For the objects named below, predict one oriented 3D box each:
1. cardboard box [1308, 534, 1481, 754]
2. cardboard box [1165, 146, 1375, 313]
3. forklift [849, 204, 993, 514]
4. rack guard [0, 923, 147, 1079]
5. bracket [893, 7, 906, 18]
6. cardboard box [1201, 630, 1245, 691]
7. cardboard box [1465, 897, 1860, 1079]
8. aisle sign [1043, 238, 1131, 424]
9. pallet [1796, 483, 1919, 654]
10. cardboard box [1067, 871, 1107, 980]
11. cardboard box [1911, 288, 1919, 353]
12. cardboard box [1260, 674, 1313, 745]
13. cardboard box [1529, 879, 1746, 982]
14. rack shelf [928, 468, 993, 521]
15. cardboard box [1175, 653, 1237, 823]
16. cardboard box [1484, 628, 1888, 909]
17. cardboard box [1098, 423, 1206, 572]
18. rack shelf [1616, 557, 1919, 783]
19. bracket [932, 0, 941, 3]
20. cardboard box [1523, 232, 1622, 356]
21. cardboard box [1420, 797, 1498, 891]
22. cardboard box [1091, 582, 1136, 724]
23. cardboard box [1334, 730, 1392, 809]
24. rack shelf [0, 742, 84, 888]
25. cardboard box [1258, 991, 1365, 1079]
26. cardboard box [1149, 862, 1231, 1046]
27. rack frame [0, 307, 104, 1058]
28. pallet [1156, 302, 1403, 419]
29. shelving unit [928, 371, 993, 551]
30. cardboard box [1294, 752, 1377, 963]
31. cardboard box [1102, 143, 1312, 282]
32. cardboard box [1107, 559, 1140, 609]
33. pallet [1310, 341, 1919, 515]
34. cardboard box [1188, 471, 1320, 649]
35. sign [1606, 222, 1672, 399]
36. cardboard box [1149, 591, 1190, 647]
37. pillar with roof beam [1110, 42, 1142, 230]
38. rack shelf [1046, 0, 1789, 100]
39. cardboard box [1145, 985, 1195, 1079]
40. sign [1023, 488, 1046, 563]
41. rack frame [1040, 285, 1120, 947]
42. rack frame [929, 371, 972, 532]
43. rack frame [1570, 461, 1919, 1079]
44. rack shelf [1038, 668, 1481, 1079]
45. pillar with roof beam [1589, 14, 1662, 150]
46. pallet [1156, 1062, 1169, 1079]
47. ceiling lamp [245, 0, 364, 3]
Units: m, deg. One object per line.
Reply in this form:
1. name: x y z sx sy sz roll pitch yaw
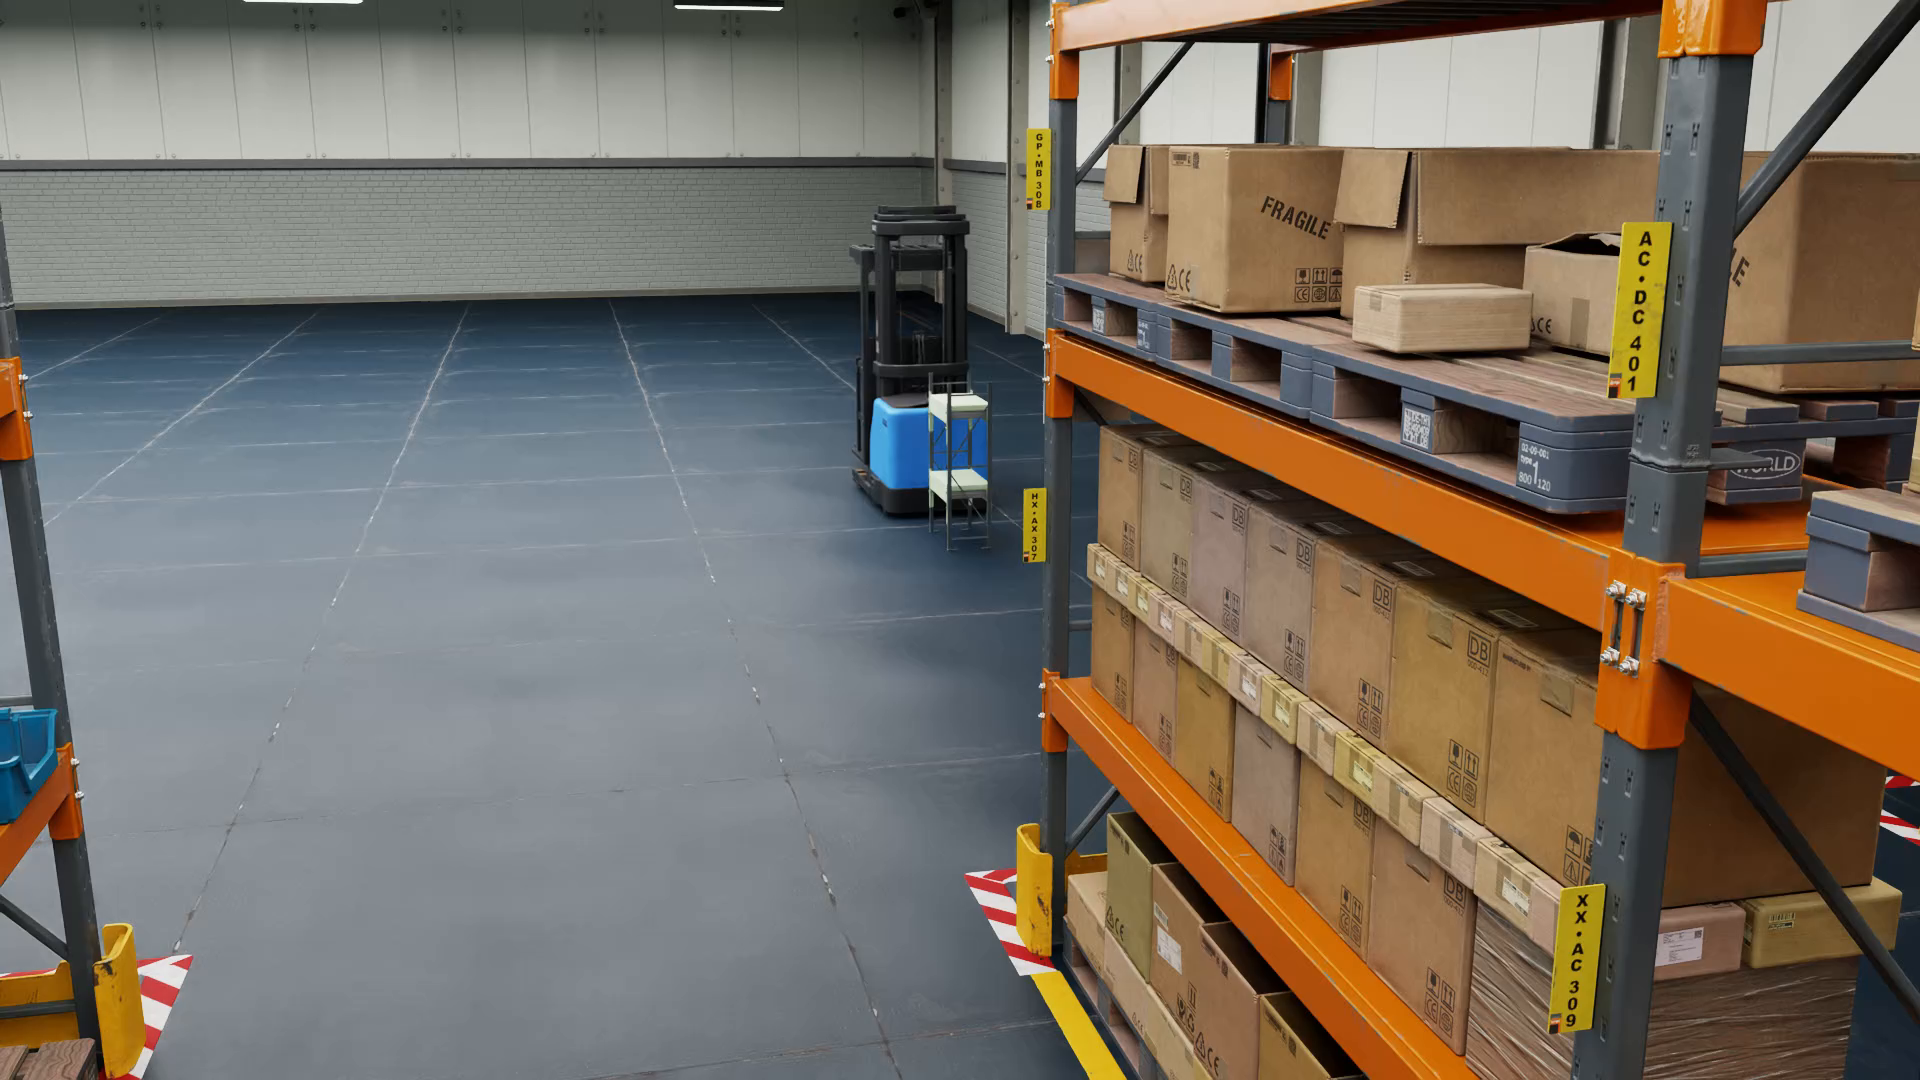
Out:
1. cardboard box: 1.457 0.276 4.855 0.700 0.500 0.500 -3 14 -13
2. cardboard box: 0.989 -1.013 5.366 0.500 0.500 0.500 -3 14 -13
3. forklift: -0.521 -1.981 17.183 1.130 2.935 3.031 -3 14 -13
4. rack guard: -3.887 1.871 6.539 1.175 0.500 0.348 -3 14 -13
5. bracket: -1.361 -12.004 37.838 0.235 0.232 0.430 -3 14 -13
6. cardboard box: 1.052 0.402 5.706 0.380 0.149 0.250 -3 14 -14
7. cardboard box: 1.694 1.138 4.059 0.700 0.500 0.500 -4 14 -15
8. aisle sign: 0.551 -0.895 7.114 0.394 0.787 0.004 -3 14 -13
9. pallet: 2.024 0.128 2.490 0.805 0.209 1.217 -4 14 -15
10. cardboard box: 0.774 1.634 7.150 0.500 0.250 0.500 -3 14 -13
11. cardboard box: 1.911 -0.519 2.585 0.500 0.500 0.500 -3 14 -13
12. cardboard box: 1.170 0.520 5.222 0.380 0.149 0.250 -3 14 -11
13. cardboard box: 1.532 0.875 3.772 0.380 0.149 0.250 -3 14 -13
14. rack shelf: -0.002 -0.413 15.156 0.431 0.370 0.720 -3 14 -13
15. cardboard box: 1.201 0.662 6.010 0.700 0.500 0.500 -3 14 -13
16. cardboard box: 1.694 0.508 3.905 0.700 0.500 0.500 -3 14 -13
17. cardboard box: 0.974 -0.192 6.771 0.700 0.500 0.500 -3 14 -13
18. rack shelf: 2.274 0.643 1.494 1.077 0.370 4.000 -3 14 -13
19. bracket: -0.004 -10.671 32.383 0.076 0.066 4.783 -3 14 -13
20. cardboard box: 1.815 -0.652 4.287 0.500 0.311 0.500 -4 14 -16
21. cardboard box: 1.412 0.757 4.253 0.380 0.149 0.250 -4 14 -15
22. cardboard box: 0.962 0.426 6.975 0.700 0.500 0.500 -3 14 -13
23. cardboard box: 1.295 0.640 4.734 0.380 0.149 0.250 -3 14 -13
24. rack shelf: -3.481 1.452 4.501 1.077 0.370 4.000 -3 14 -13
25. cardboard box: 1.255 1.731 5.175 0.500 0.500 0.500 -3 14 -13
26. cardboard box: 1.024 1.500 6.120 0.500 0.500 0.500 -3 14 -13
27. rack frame: -3.951 0.642 6.304 1.000 3.000 0.127 -3 14 -13
28. pallet: 1.296 -0.601 5.257 1.003 0.211 1.213 -3 14 -13
29. shelving unit: -0.002 -0.730 15.078 0.431 1.500 0.755 -3 14 -13
30. cardboard box: 1.450 0.901 5.030 0.700 0.500 0.500 -3 14 -12
31. cardboard box: 0.996 -1.280 6.452 0.797 0.503 0.637 -2 14 -9
32. cardboard box: 0.812 0.166 6.673 0.380 0.149 0.250 -4 14 -15
33. pallet: 1.579 -0.320 4.107 1.003 0.211 1.213 -3 14 -13
34. cardboard box: 1.222 0.045 5.800 0.700 0.500 0.500 -3 14 -13
35. sign: 1.265 -0.426 3.099 0.100 0.325 0.005 -3 14 -13
36. cardboard box: 0.926 0.282 6.199 0.380 0.149 0.250 -4 14 -14
37. pillar with roof beam: -1.728 -6.624 23.403 9.100 9.000 0.400 -3 14 -13
38. rack shelf: 1.334 -1.543 4.963 1.077 0.370 4.000 -3 14 -13
39. cardboard box: 1.012 1.865 6.206 0.500 0.250 0.500 -3 14 -13
40. sign: 0.324 -0.063 7.197 0.100 0.325 0.005 -3 14 -13
41. rack frame: 0.865 0.366 7.430 1.000 3.000 0.127 -3 14 -13
42. rack frame: -0.088 -0.815 15.424 0.400 1.500 0.023 -3 14 -13
43. rack frame: 1.804 1.289 3.653 1.000 3.000 0.127 -3 14 -13
44. rack shelf: 1.334 1.177 5.627 1.077 0.370 4.000 -3 14 -13
45. pillar with roof beam: 1.090 -3.856 12.072 9.100 9.000 0.400 -3 14 -13
46. pallet: 1.368 2.176 5.899 1.003 0.211 1.213 -3 14 -13
47. ceiling lamp: -11.410 -10.891 28.568 2.000 3.185 0.800 -3 14 -13
